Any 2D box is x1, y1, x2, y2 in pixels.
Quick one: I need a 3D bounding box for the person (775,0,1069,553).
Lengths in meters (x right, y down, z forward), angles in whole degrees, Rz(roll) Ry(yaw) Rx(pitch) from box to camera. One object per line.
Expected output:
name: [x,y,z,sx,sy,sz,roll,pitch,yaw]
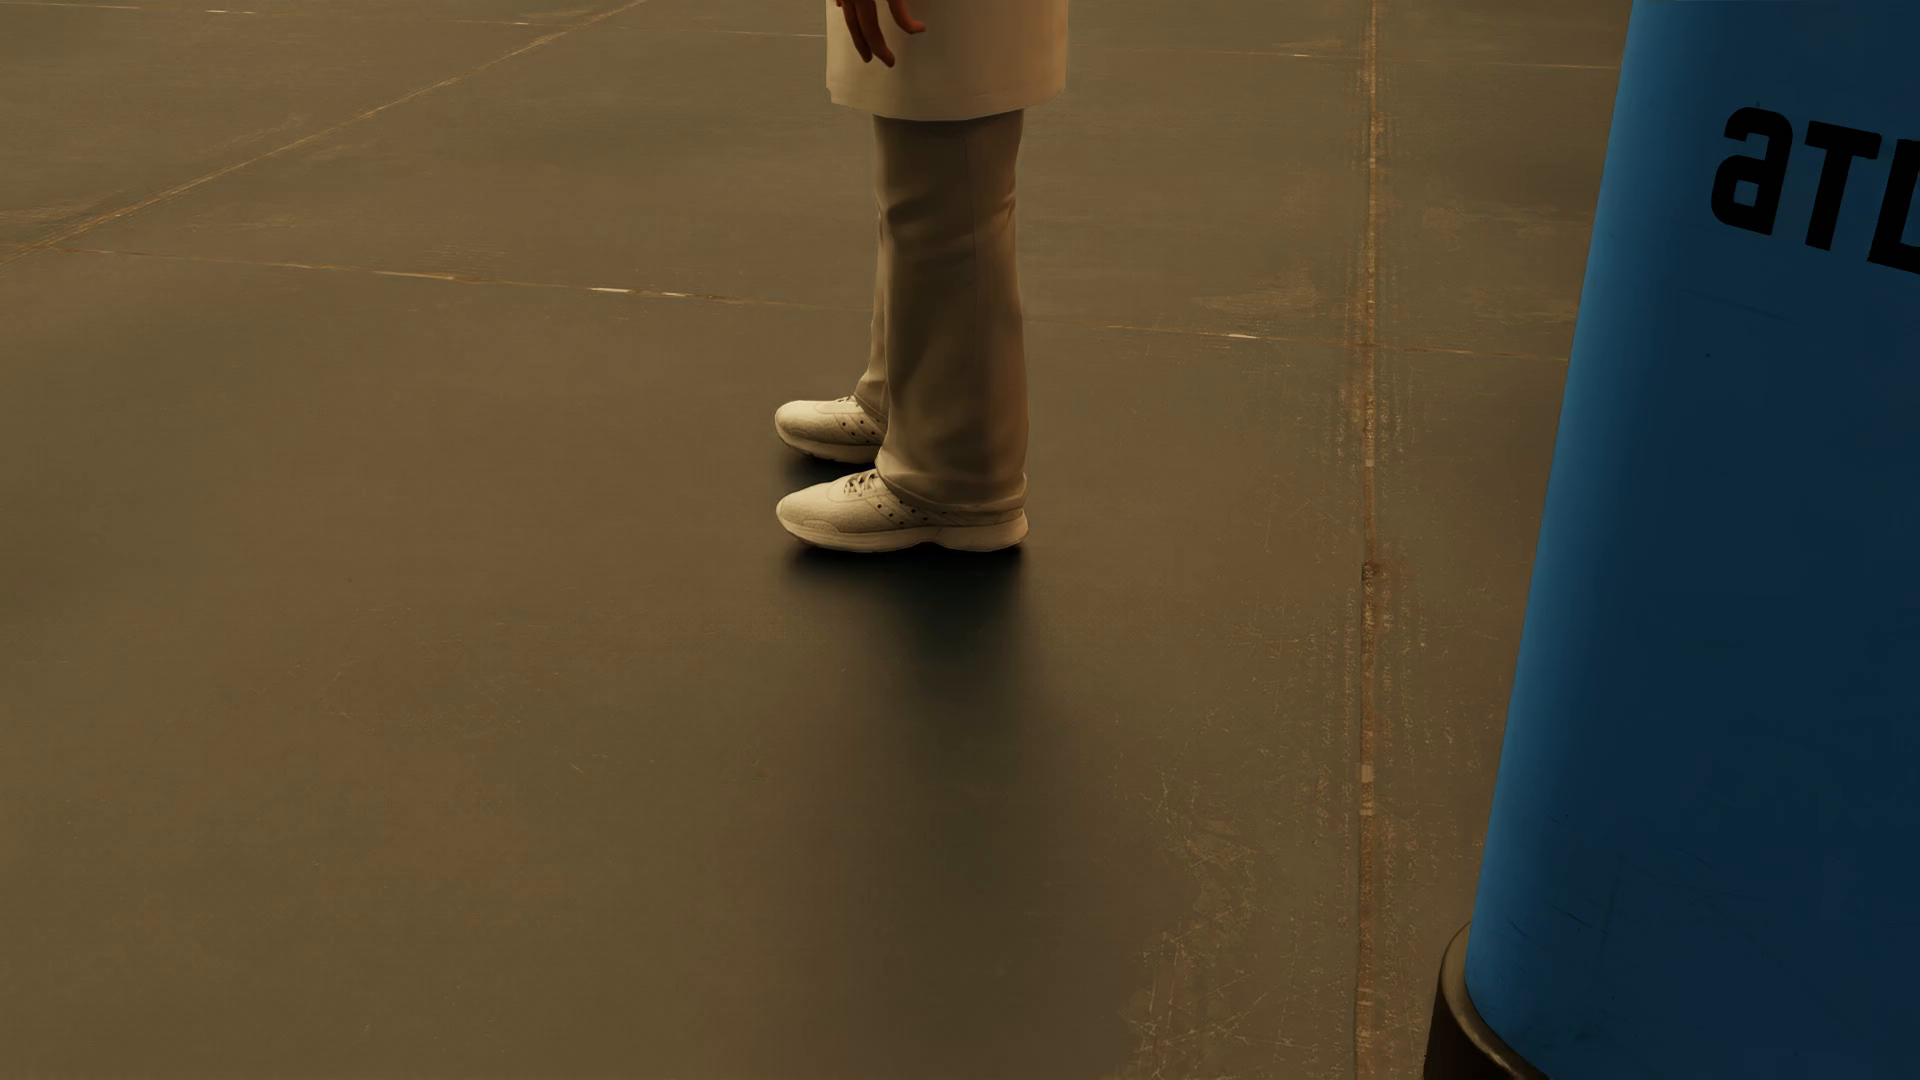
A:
person: [-0.089,-0.810,2.117,0.577,1.779,0.698,6,27,11]
